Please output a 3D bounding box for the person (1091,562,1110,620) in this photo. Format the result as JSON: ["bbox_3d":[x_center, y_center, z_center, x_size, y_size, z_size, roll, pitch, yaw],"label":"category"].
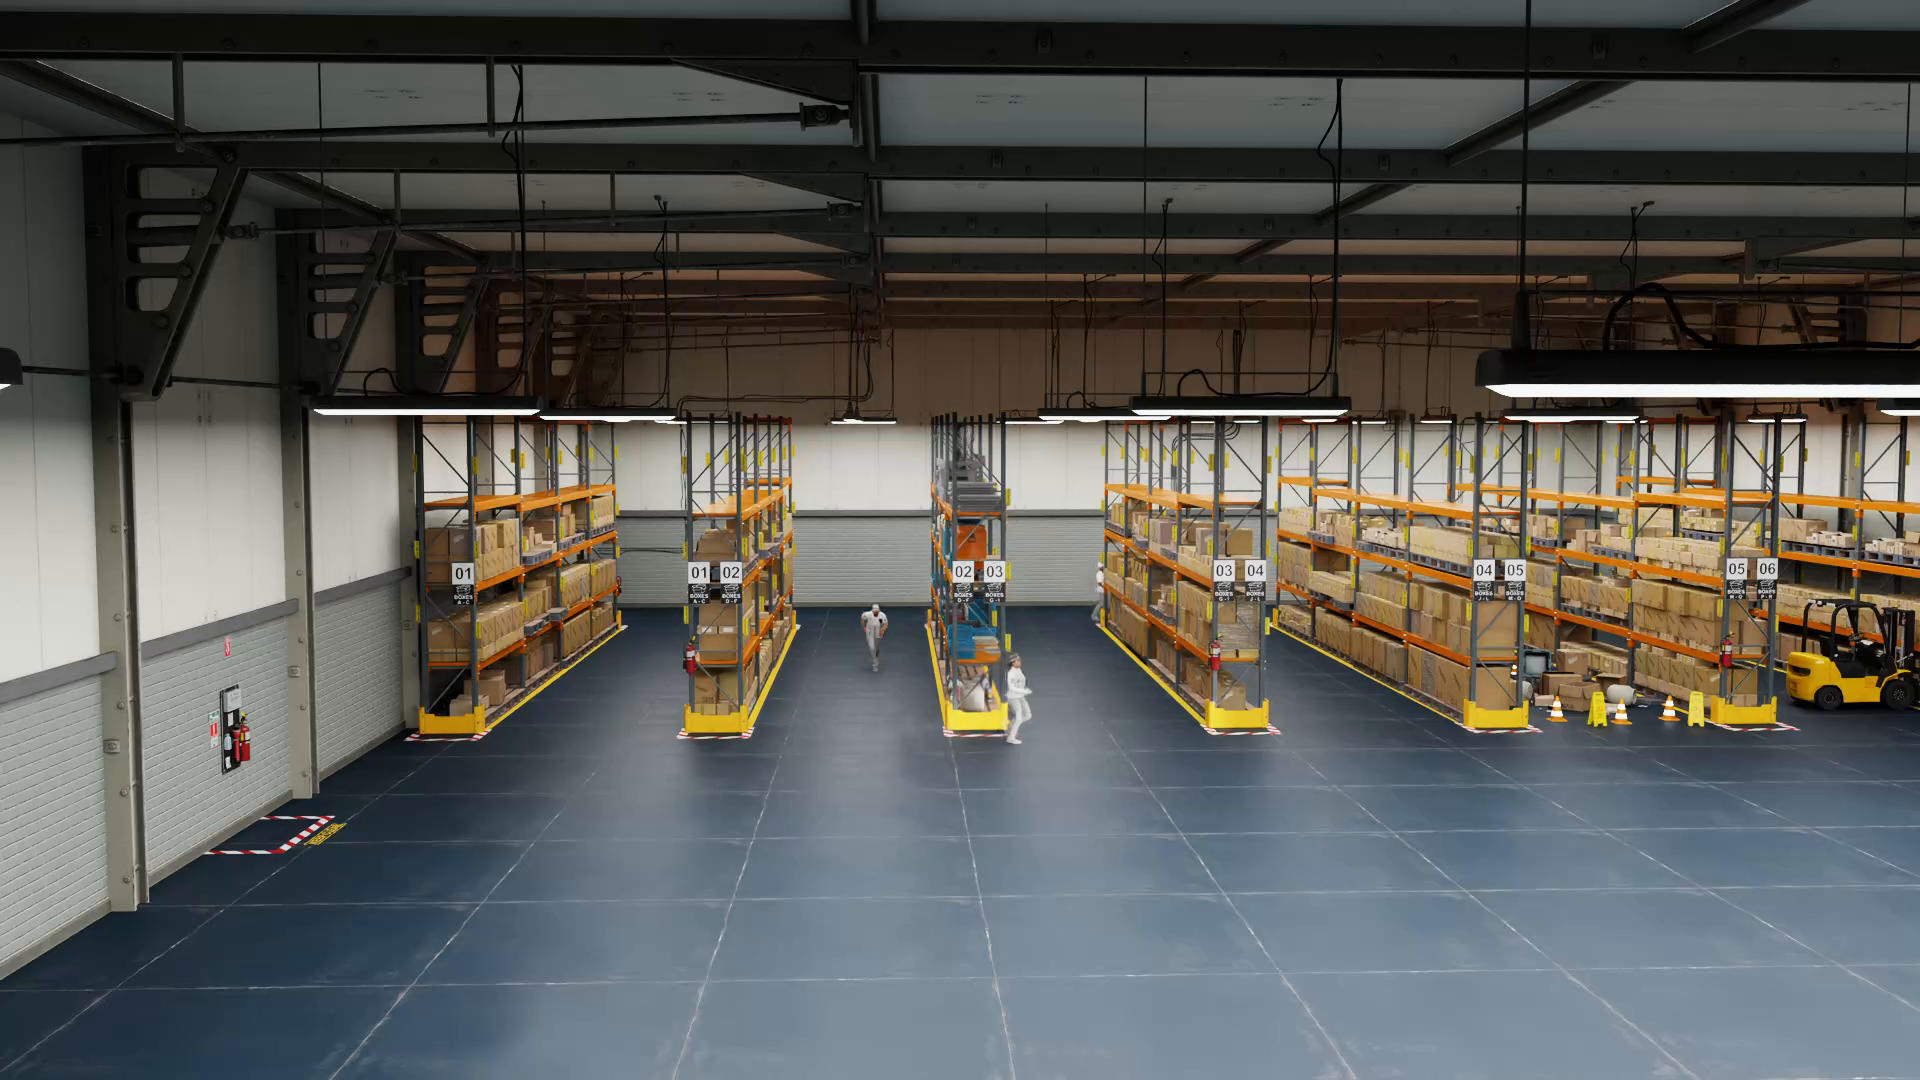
[{"bbox_3d":[4.223,1.530,49.008,0.705,1.769,0.710,2,4,22],"label":"person"}]

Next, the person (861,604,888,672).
[{"bbox_3d":[-2.016,2.289,39.224,0.641,1.627,1.032,0,4,-3],"label":"person"}]

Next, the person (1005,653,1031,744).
[{"bbox_3d":[1.046,2.853,29.995,0.555,1.658,0.627,2,4,24],"label":"person"}]
